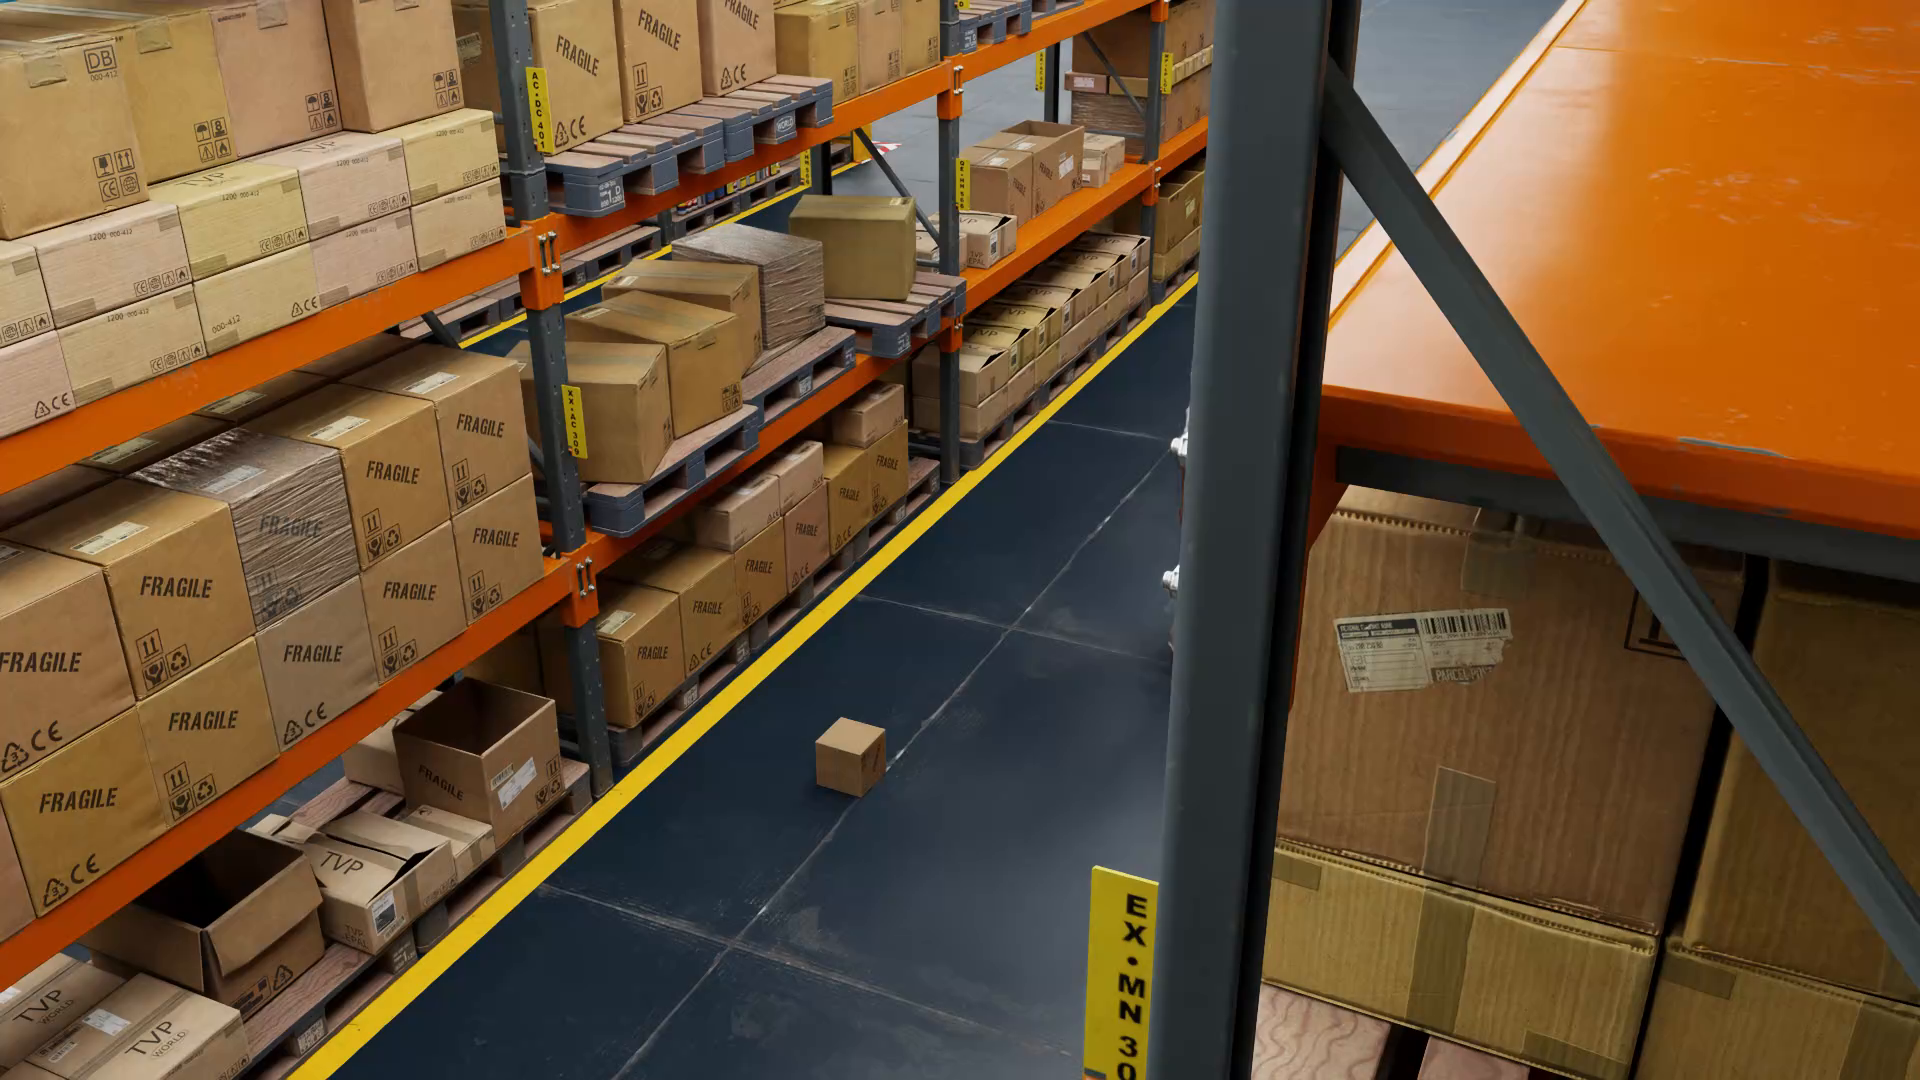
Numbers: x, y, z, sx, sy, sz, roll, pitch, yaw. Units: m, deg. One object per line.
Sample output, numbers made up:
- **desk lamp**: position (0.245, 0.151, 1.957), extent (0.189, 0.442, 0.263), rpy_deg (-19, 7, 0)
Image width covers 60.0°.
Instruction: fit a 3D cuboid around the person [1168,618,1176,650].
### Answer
- **person**: position (1.526, -0.201, 8.995), extent (0.855, 1.691, 0.457), rpy_deg (-10, 28, -20)
